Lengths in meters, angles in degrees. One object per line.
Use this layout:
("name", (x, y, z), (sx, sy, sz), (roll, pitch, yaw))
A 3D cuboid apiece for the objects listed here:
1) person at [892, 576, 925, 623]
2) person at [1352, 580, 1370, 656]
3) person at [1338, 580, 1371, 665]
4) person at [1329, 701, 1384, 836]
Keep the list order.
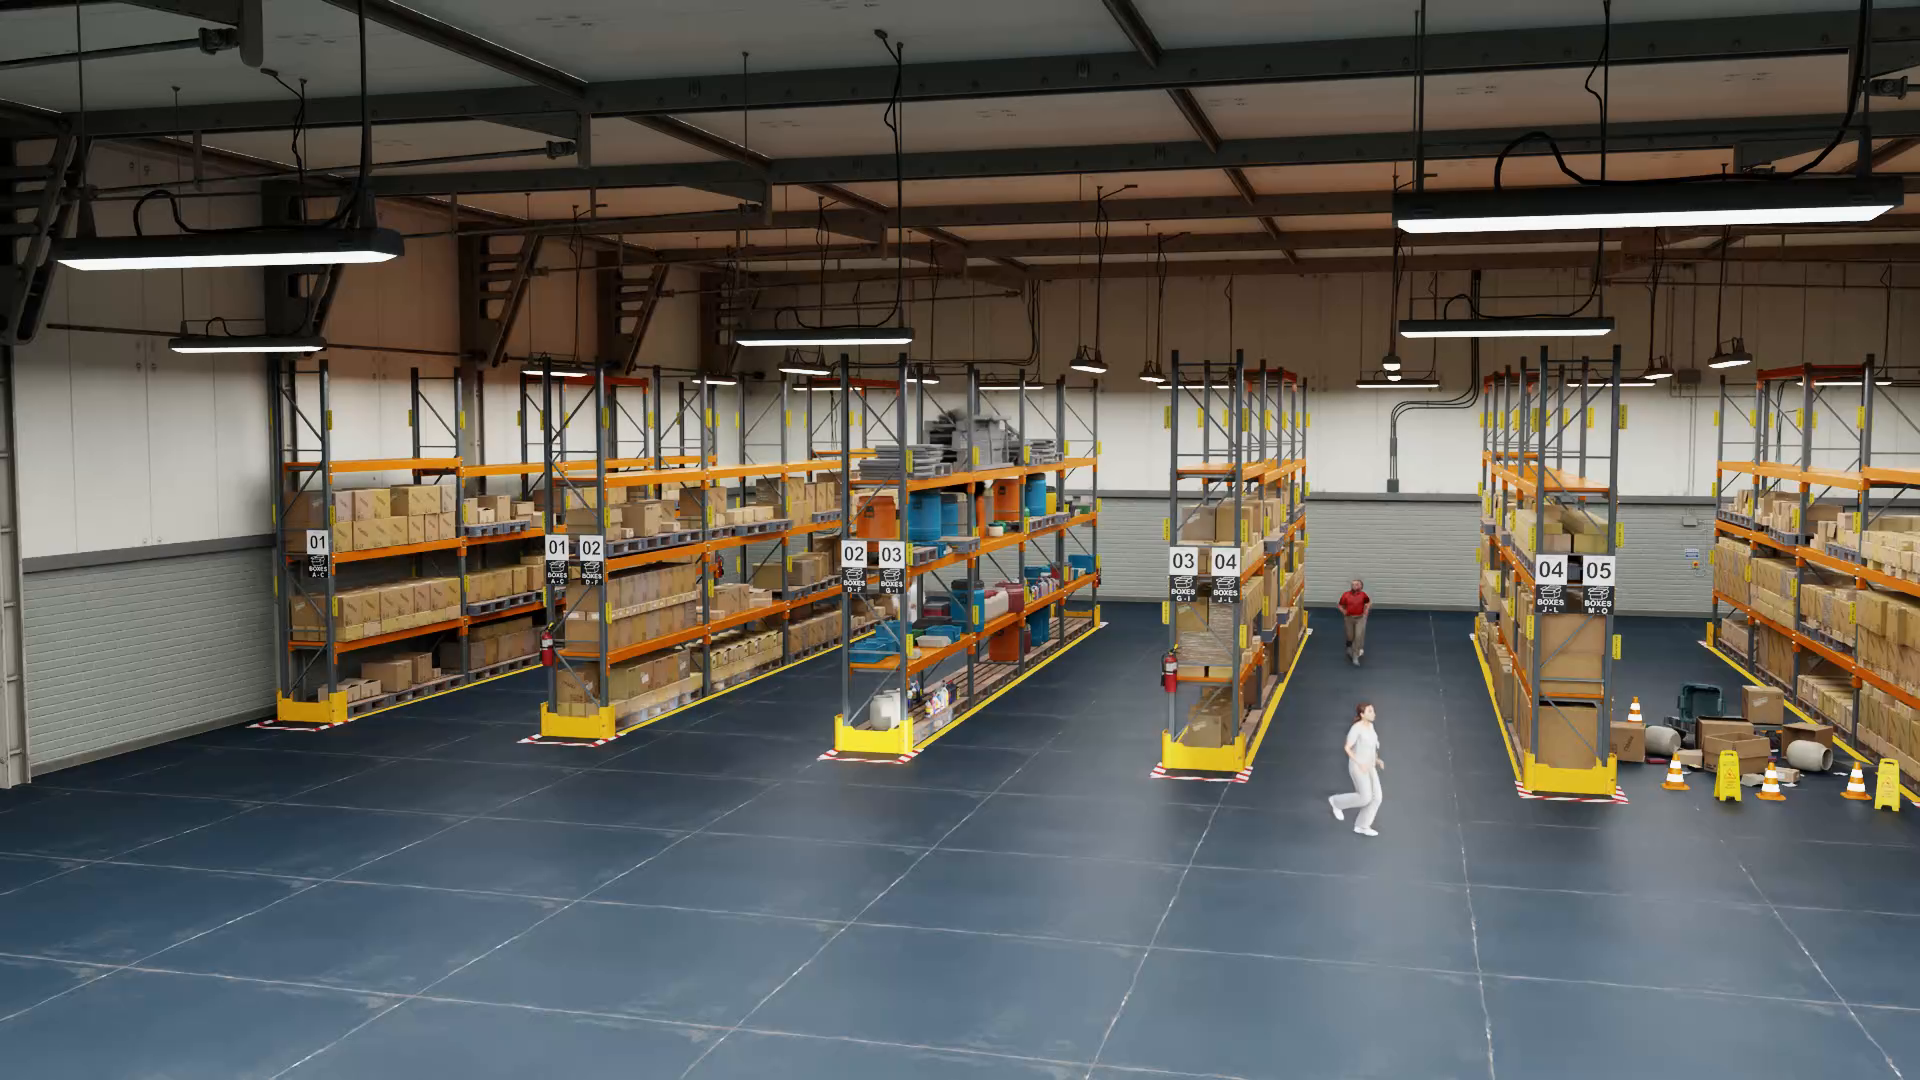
("person", (-1.112, 1.579, 35.578), (0.702, 1.738, 0.627), (0, 4, 2))
("person", (8.532, 1.636, 35.641), (0.546, 1.593, 0.882), (0, 4, 4))
("person", (8.180, 1.685, 34.479), (0.663, 1.728, 0.880), (1, 4, 11))
("person", (4.816, 2.748, 20.183), (0.550, 1.621, 0.622), (-4, 6, -42))
